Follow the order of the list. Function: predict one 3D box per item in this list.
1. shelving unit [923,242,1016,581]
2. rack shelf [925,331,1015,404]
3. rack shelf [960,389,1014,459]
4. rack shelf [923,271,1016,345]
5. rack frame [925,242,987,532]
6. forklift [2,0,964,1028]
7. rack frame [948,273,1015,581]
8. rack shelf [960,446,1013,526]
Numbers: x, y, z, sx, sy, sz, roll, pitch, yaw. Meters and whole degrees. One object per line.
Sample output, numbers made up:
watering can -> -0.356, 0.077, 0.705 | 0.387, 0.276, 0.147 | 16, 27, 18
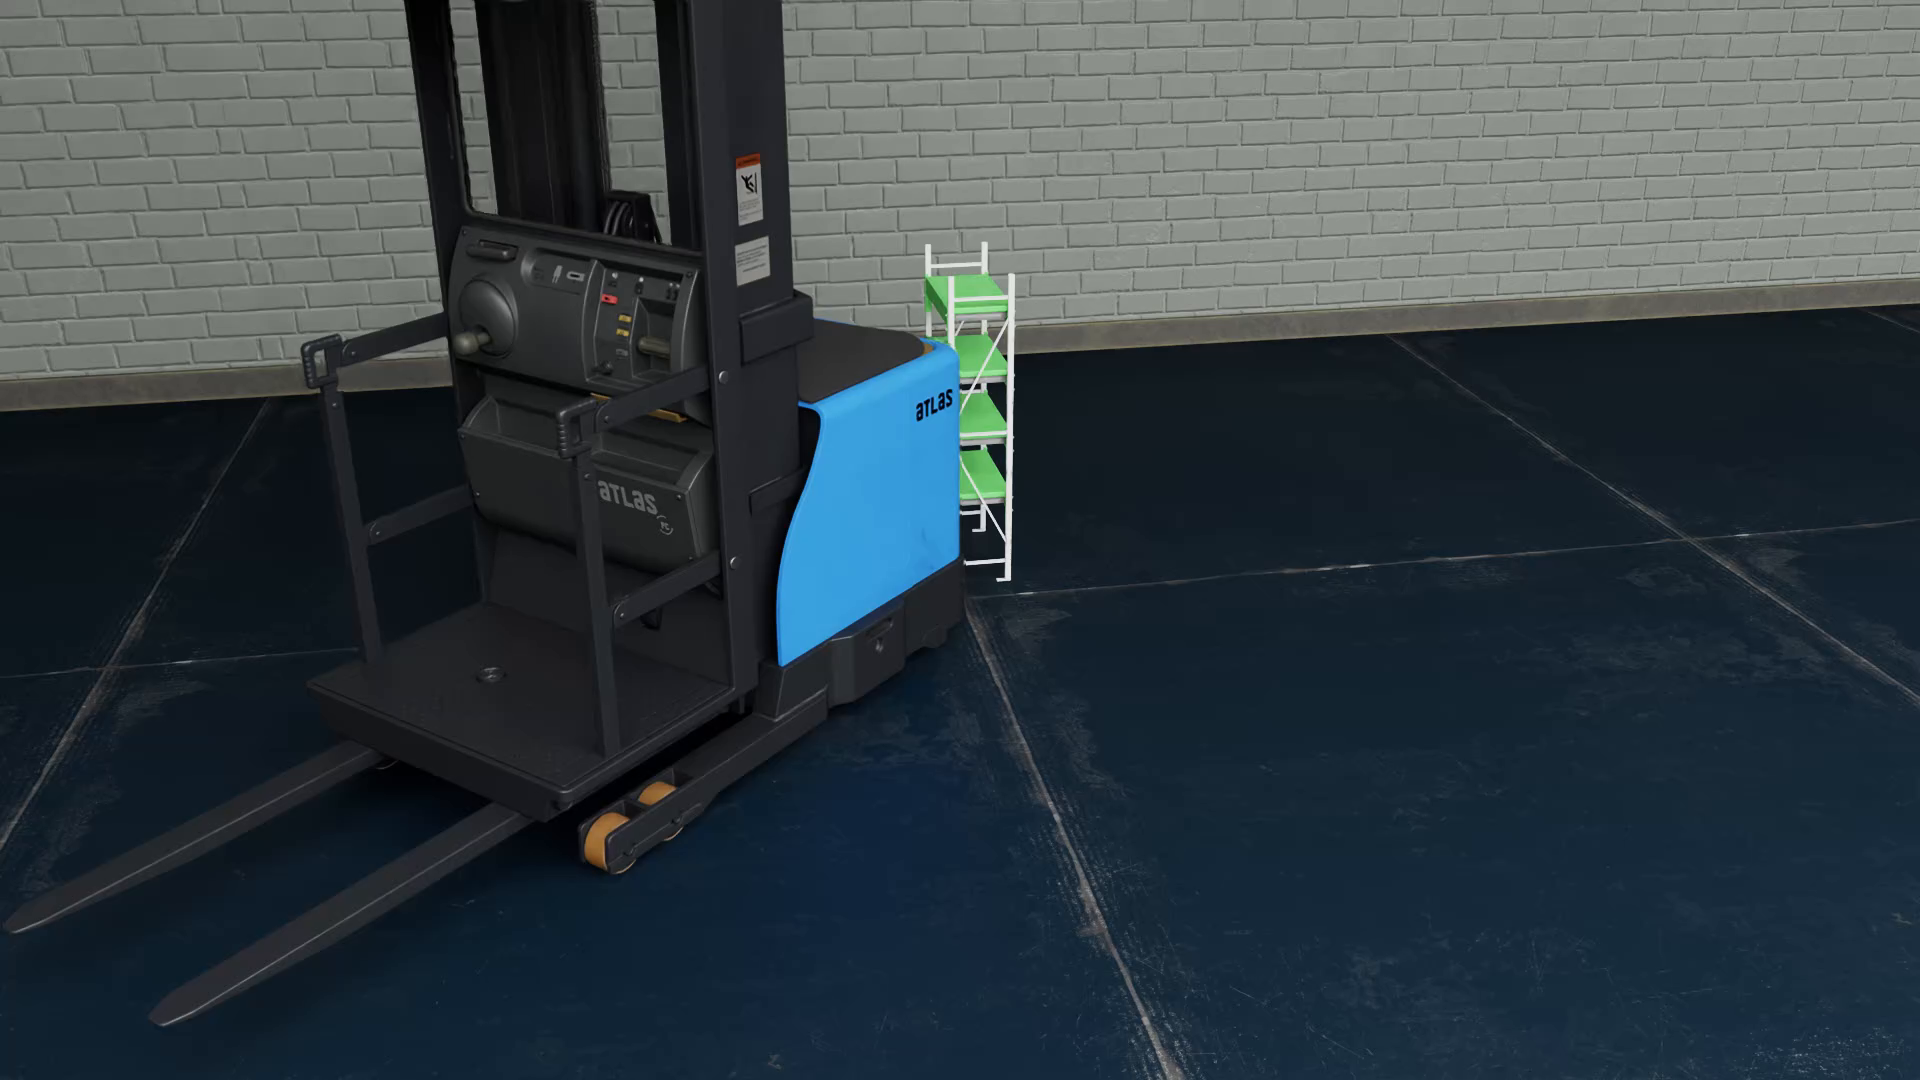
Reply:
shelving unit -> 0.031, -0.485, 6.361 | 0.258, 1.200, 0.503 | -4, 24, -10
rack shelf -> 0.031, -0.646, 6.290 | 0.258, 0.148, 0.480 | -4, 24, -10
rack shelf -> 0.031, -0.426, 6.386 | 0.258, 0.148, 0.480 | -4, 24, -10
rack shelf -> 0.031, -0.866, 6.194 | 0.258, 0.148, 0.480 | -4, 24, -10
rack frame -> -0.015, -0.581, 6.581 | 0.240, 1.200, 0.015 | -4, 24, -10
forklift -> -1.220, -0.632, 4.535 | 1.130, 2.935, 3.031 | 15, 28, 30
rack frame -> 0.076, -0.389, 6.141 | 0.240, 1.200, 0.015 | -4, 24, -10
rack shelf -> 0.031, -0.206, 6.482 | 0.258, 0.148, 0.480 | -4, 24, -10
